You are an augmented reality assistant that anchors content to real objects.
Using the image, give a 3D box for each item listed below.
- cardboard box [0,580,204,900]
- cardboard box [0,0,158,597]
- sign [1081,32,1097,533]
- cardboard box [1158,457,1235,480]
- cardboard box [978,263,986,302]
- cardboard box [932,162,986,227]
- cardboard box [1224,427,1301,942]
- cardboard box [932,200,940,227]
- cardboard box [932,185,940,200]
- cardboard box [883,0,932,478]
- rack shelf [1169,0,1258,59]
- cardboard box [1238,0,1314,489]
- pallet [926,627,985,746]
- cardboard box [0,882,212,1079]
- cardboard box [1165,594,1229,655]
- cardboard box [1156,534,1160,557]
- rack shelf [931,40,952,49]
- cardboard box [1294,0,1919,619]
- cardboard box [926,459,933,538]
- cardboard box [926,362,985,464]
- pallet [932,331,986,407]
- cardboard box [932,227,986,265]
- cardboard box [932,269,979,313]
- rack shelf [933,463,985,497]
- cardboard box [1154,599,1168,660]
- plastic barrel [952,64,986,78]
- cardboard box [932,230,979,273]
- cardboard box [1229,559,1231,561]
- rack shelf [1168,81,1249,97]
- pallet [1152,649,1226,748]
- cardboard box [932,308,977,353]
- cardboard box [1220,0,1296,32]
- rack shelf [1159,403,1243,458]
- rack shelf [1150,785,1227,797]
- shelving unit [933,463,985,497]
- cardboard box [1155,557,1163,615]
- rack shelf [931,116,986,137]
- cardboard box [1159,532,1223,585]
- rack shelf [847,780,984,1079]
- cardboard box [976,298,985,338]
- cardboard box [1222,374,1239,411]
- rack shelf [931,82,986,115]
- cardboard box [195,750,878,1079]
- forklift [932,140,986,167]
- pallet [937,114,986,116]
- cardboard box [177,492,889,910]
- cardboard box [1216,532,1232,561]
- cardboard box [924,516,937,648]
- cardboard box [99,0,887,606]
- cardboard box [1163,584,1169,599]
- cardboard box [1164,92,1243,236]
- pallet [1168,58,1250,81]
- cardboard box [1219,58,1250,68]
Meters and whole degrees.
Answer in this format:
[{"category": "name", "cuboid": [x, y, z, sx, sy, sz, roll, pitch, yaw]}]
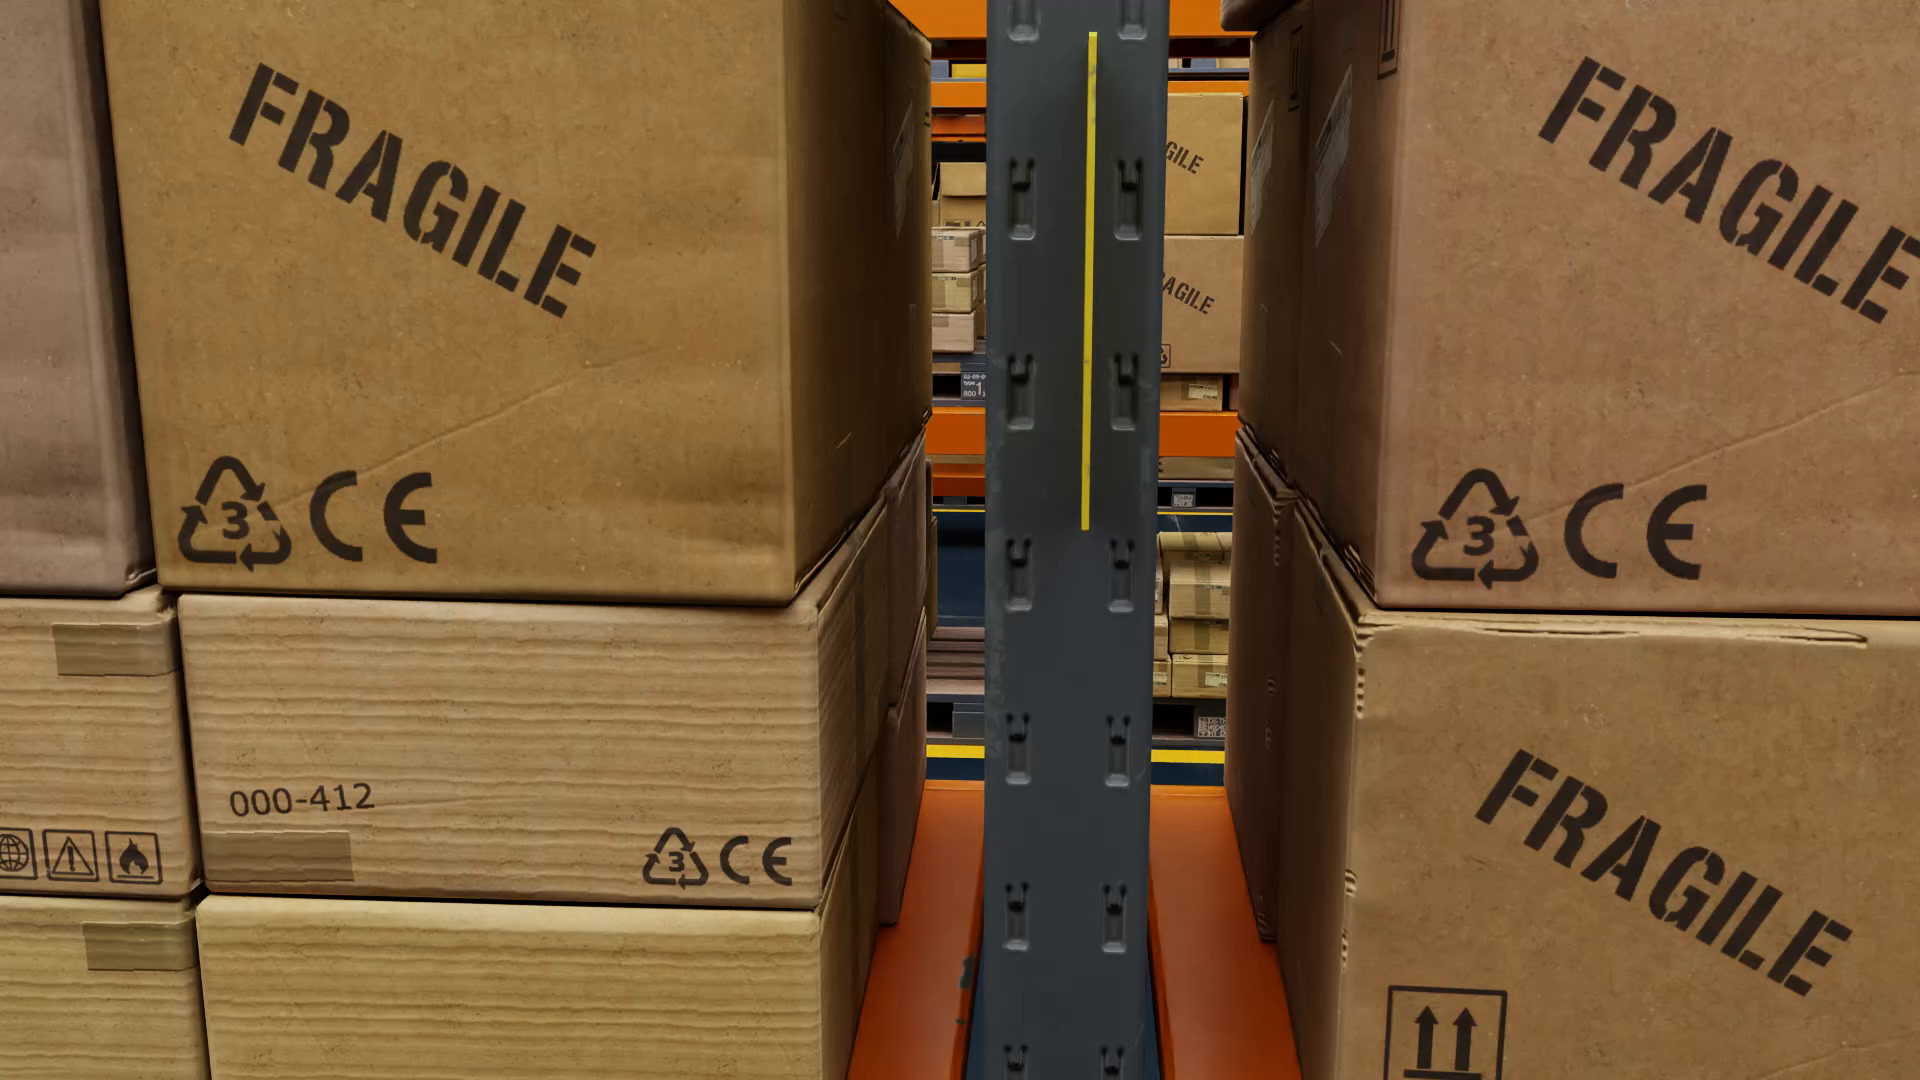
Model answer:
[{"category": "cardboard box", "cuboid": [-0.841, 0.110, 1.560, 0.500, 0.250, 0.500, 1, 12, 5]}, {"category": "cardboard box", "cuboid": [-0.865, -0.255, 1.477, 0.500, 0.500, 0.500, 1, 12, 5]}, {"category": "sign", "cuboid": [0.088, -0.174, 1.137, 0.005, 0.325, 0.100, 1, 12, 4]}, {"category": "cardboard box", "cuboid": [1.430, -0.921, 11.510, 0.875, 0.875, 0.875, 1, 12, 4]}, {"category": "cardboard box", "cuboid": [-0.018, -1.097, 7.047, 0.250, 0.149, 0.380, 1, 12, 5]}, {"category": "cardboard box", "cuboid": [0.139, -2.328, 11.378, 0.637, 0.503, 0.797, 0, 12, 2]}, {"category": "cardboard box", "cuboid": [0.594, 0.149, 1.988, 0.500, 0.500, 0.500, 1, 12, 4]}, {"category": "cardboard box", "cuboid": [-0.325, -4.071, 21.133, 0.500, 0.500, 0.700, -2, 12, -11]}, {"category": "cardboard box", "cuboid": [-0.241, -5.365, 25.740, 0.500, 0.250, 0.500, 1, 12, 3]}, {"category": "cardboard box", "cuboid": [-0.305, -0.360, 1.975, 0.500, 0.500, 0.500, 1, 12, 4]}, {"category": "rack shelf", "cuboid": [2.340, -1.858, 6.255, 4.000, 0.370, 1.077, 1, 12, 4]}, {"category": "cardboard box", "cuboid": [0.604, -0.345, 1.905, 0.500, 0.500, 0.500, 1, 12, 3]}, {"category": "pallet", "cuboid": [-0.433, 0.585, 6.954, 1.213, 0.211, 1.003, 1, 12, 4]}, {"category": "cardboard box", "cuboid": [-0.858, 0.355, 1.611, 0.500, 0.250, 0.500, 1, 12, 3]}, {"category": "cardboard box", "cuboid": [0.943, 0.330, 6.573, 0.250, 0.149, 0.380, 1, 12, 4]}, {"category": "cardboard box", "cuboid": [0.717, 0.081, 7.038, 0.250, 0.149, 0.380, 1, 12, 5]}, {"category": "rack shelf", "cuboid": [-1.651, -2.008, 6.497, 3.809, 0.124, 0.919, 1, 12, 4]}, {"category": "cardboard box", "cuboid": [0.573, -0.239, 1.398, 0.500, 0.500, 0.500, 1, 12, 4]}, {"category": "cardboard box", "cuboid": [-0.375, -0.182, 7.062, 0.500, 0.250, 0.500, 0, 12, 1]}, {"category": "cardboard box", "cuboid": [0.137, -0.951, 11.654, 0.875, 0.875, 1.225, 1, 12, 4]}, {"category": "pallet", "cuboid": [-0.409, -0.716, 6.831, 1.213, 0.211, 1.003, 1, 12, 4]}, {"category": "cardboard box", "cuboid": [-0.018, -1.242, 7.016, 0.250, 0.149, 0.380, 1, 12, 7]}, {"category": "cardboard box", "cuboid": [-0.066, -0.963, 6.405, 0.250, 0.149, 0.380, 1, 12, 5]}, {"category": "rack shelf", "cuboid": [0.007, -0.311, 10.203, 1.000, 0.278, 0.538, 1, 12, 4]}, {"category": "cardboard box", "cuboid": [0.685, 0.345, 6.502, 0.250, 0.149, 0.380, 1, 12, 6]}, {"category": "plastic barrel", "cuboid": [0.183, -4.530, 15.786, 0.600, 0.588, 0.600, 0, 12, 0]}, {"category": "cardboard box", "cuboid": [-0.069, -1.109, 6.377, 0.250, 0.149, 0.380, 1, 12, 6]}, {"category": "cardboard box", "cuboid": [1.201, 0.186, 6.538, 0.250, 0.149, 0.380, 1, 12, 3]}, {"category": "rack shelf", "cuboid": [2.772, -2.870, 11.093, 4.000, 0.370, 1.077, 1, 12, 4]}, {"category": "pallet", "cuboid": [1.017, 0.598, 6.896, 1.213, 0.211, 1.003, 1, 12, 4]}, {"category": "cardboard box", "cuboid": [-0.065, -0.817, 6.435, 0.250, 0.149, 0.380, 1, 12, 2]}, {"category": "cardboard box", "cuboid": [0.443, -0.673, 1.890, 0.250, 0.149, 0.380, 1, 12, 3]}, {"category": "rack shelf", "cuboid": [2.506, -1.610, 8.795, 4.006, 1.845, 5.958, 1, 12, 4]}, {"category": "rack shelf", "cuboid": [2.110, 0.623, 1.721, 4.000, 0.370, 1.077, 1, 12, 4]}, {"category": "shelving unit", "cuboid": [0.007, -0.550, 10.152, 1.048, 1.125, 0.538, 1, 12, 4]}, {"category": "cardboard box", "cuboid": [0.674, 0.176, 6.583, 0.250, 0.149, 0.380, 1, 12, 6]}, {"category": "rack shelf", "cuboid": [-0.888, -3.936, 16.191, 4.000, 0.370, 1.077, 1, 12, 4]}, {"category": "cardboard box", "cuboid": [0.974, 0.077, 7.060, 0.250, 0.149, 0.380, 1, 12, 4]}, {"category": "rack shelf", "cuboid": [-1.881, 0.568, 1.983, 4.000, 0.370, 1.077, 1, 12, 4]}, {"category": "cardboard box", "cuboid": [-0.018, -0.951, 7.077, 0.250, 0.149, 0.380, 0, 12, 1]}, {"category": "cardboard box", "cuboid": [1.137, -0.594, 6.397, 0.250, 0.149, 0.380, 0, 12, 1]}, {"category": "rack shelf", "cuboid": [-1.219, -2.925, 11.354, 4.000, 0.370, 1.077, 1, 12, 4]}, {"category": "cardboard box", "cuboid": [-0.350, 0.362, 1.577, 0.500, 0.250, 0.500, 1, 12, 2]}, {"category": "forklift", "cuboid": [0.030, -2.276, 13.992, 3.031, 2.935, 1.130, 3, 12, 13]}, {"category": "pallet", "cuboid": [0.319, -4.160, 15.962, 1.003, 0.211, 1.213, 1, 12, 4]}, {"category": "cardboard box", "cuboid": [-0.342, 0.116, 1.534, 0.500, 0.250, 0.500, 1, 12, 4]}, {"category": "cardboard box", "cuboid": [1.223, 0.078, 7.051, 0.250, 0.149, 0.380, 1, 12, 3]}, {"category": "cardboard box", "cuboid": [-0.375, 0.184, 7.140, 0.500, 0.500, 0.500, 1, 12, 6]}, {"category": "cardboard box", "cuboid": [-0.348, -0.250, 1.450, 0.500, 0.500, 0.500, 1, 12, 6]}, {"category": "cardboard box", "cuboid": [0.951, 0.216, 7.122, 0.250, 0.149, 0.380, 0, 12, 1]}, {"category": "cardboard box", "cuboid": [0.778, -1.397, 6.209, 0.500, 0.500, 0.500, 1, 12, 5]}, {"category": "pallet", "cuboid": [1.592, -3.193, 11.095, 1.213, 0.211, 1.003, 1, 12, 4]}, {"category": "cardboard box", "cuboid": [3.428, -5.795, 20.635, 0.500, 0.500, 0.700, 1, 12, 4]}]
